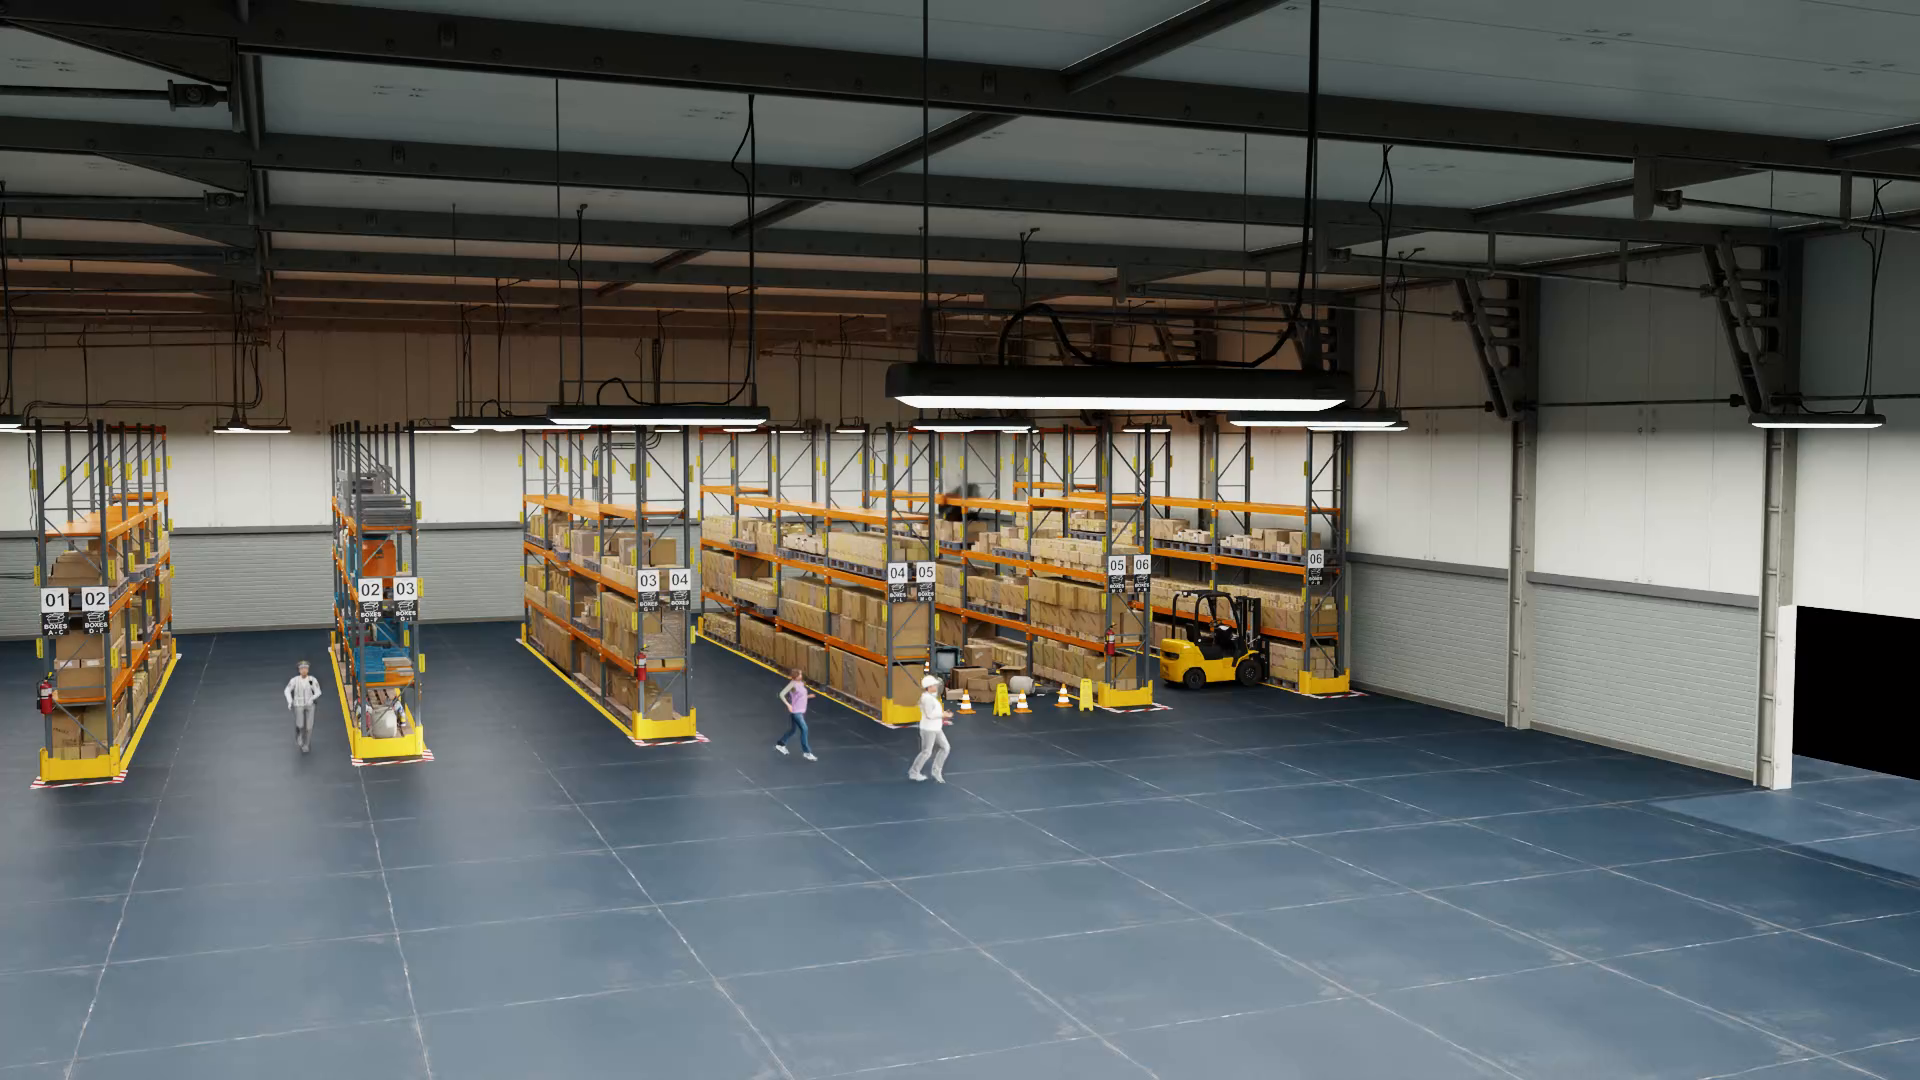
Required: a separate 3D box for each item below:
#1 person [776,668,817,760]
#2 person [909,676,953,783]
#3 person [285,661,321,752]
[{"bbox_3d":[-2.898,3.066,29.406,0.822,1.618,0.522,1,4,15],"label":"person"},{"bbox_3d":[-0.473,3.139,27.361,0.756,1.820,0.635,1,4,10],"label":"person"},{"bbox_3d":[-11.866,3.015,30.082,0.605,1.659,0.535,-2,4,-27],"label":"person"}]
